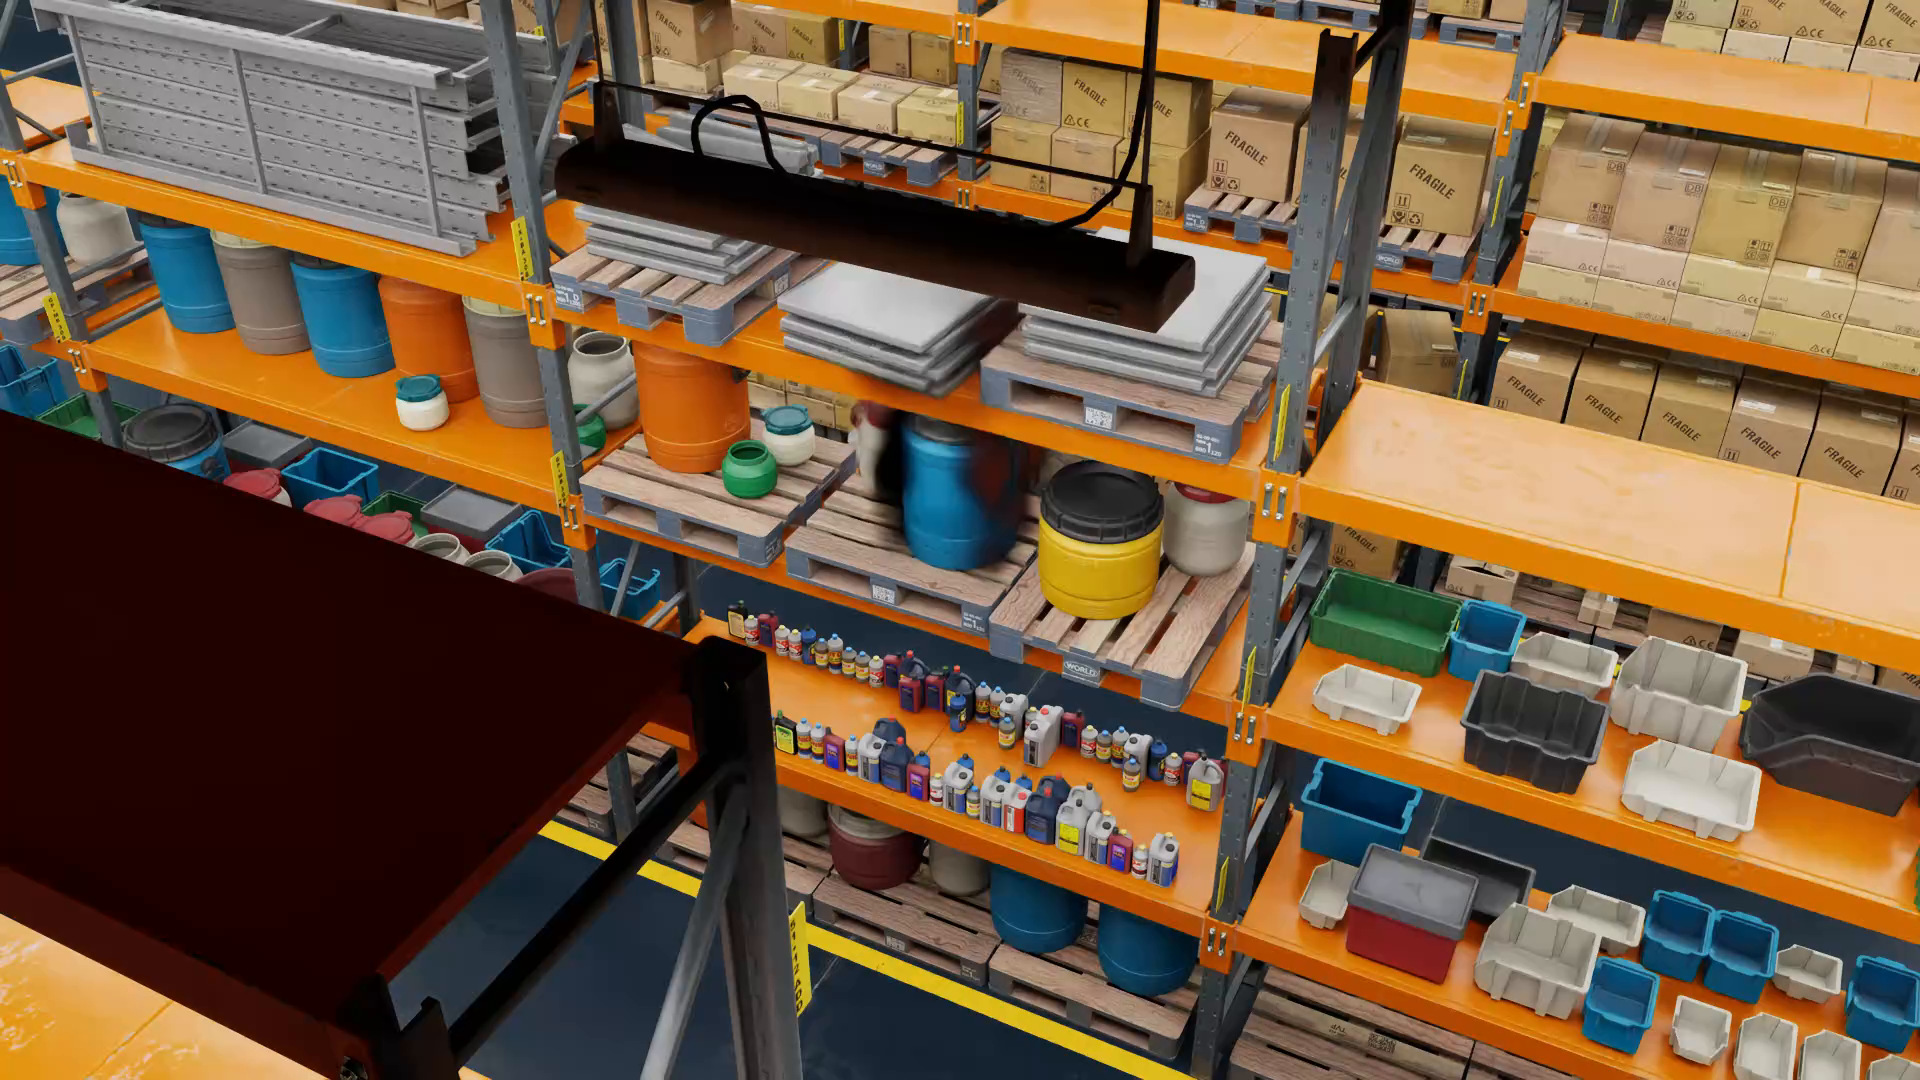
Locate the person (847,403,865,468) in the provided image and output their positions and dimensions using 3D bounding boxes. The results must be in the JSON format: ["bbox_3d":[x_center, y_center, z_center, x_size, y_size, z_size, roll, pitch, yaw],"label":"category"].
[{"bbox_3d":[-0.667,-0.328,12.936,0.564,1.595,0.567,26,42,32],"label":"person"}]
